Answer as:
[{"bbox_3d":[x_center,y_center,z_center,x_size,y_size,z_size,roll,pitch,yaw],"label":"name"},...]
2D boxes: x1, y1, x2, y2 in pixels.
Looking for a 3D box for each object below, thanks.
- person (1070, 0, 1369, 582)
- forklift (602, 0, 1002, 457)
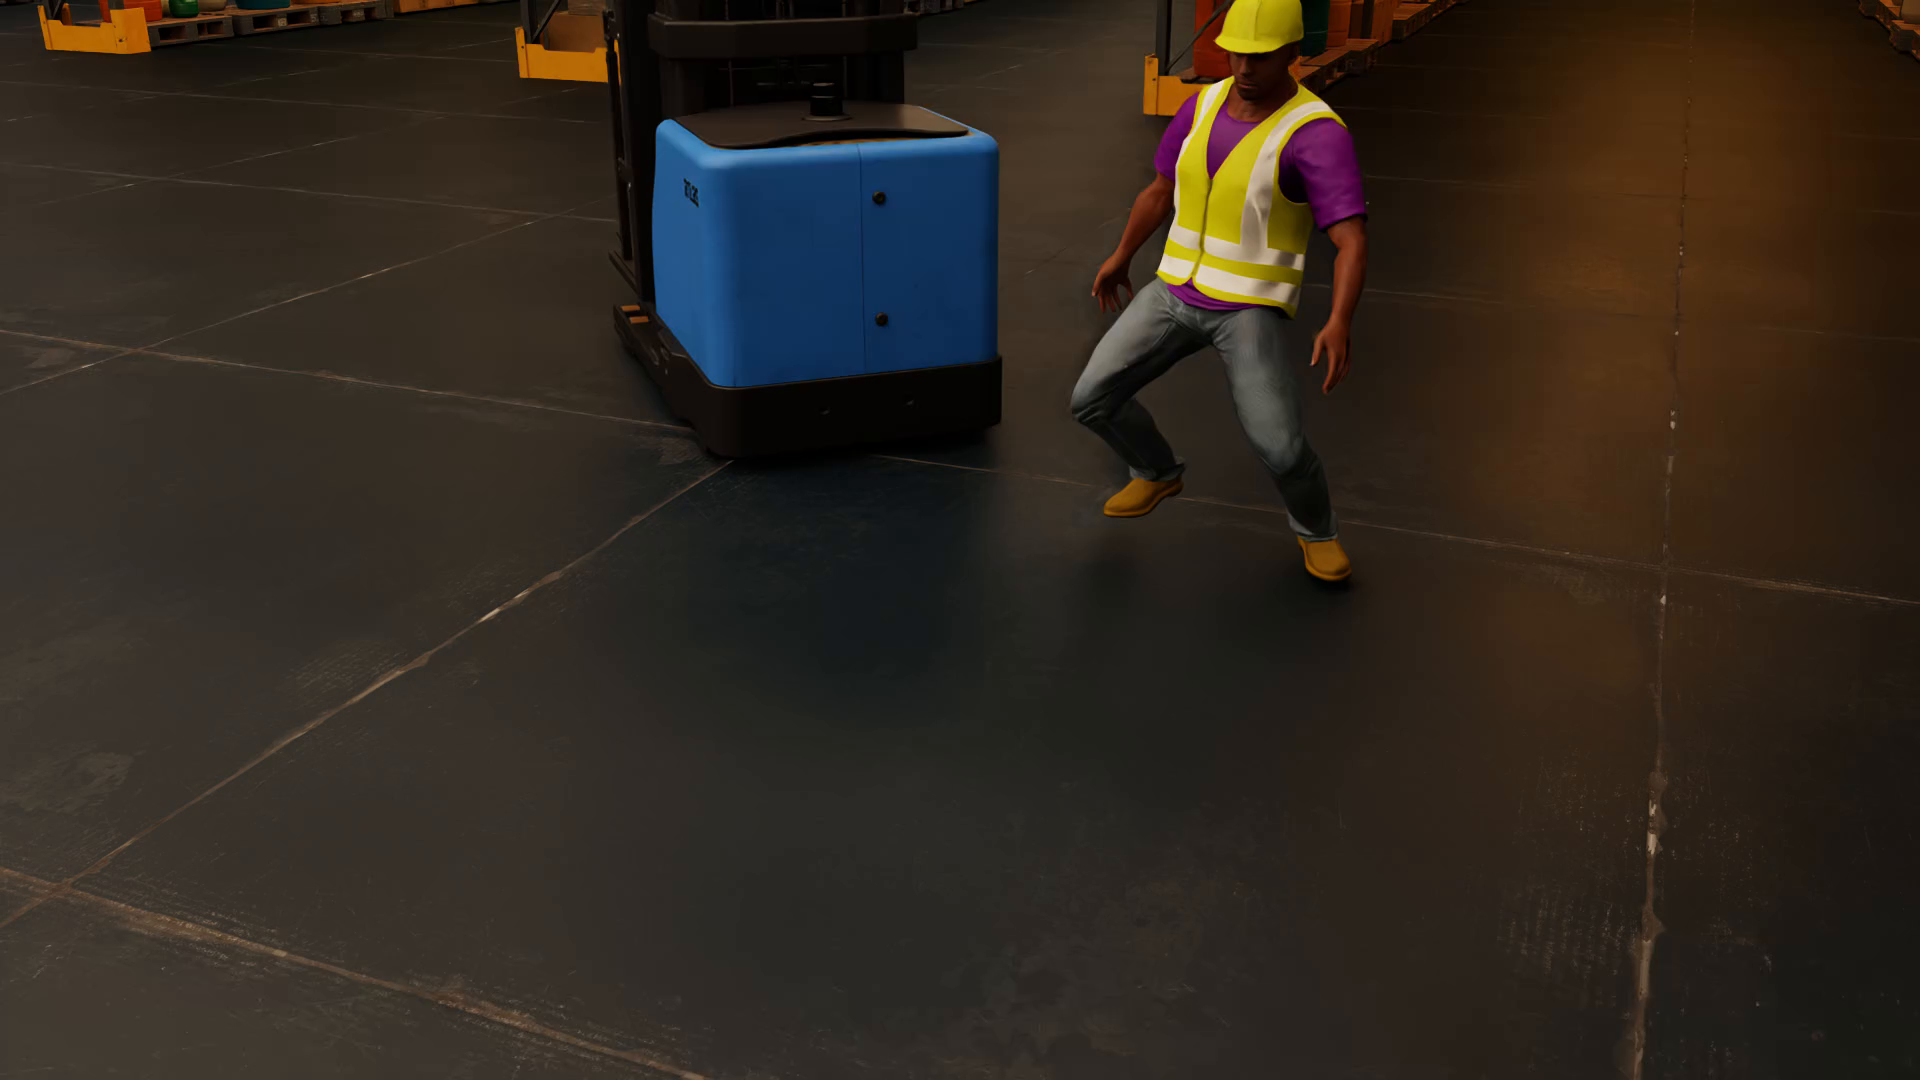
[{"bbox_3d":[0.738,-0.712,4.627,0.599,1.617,0.987,-19,29,-37],"label":"person"},{"bbox_3d":[-0.839,-2.168,6.479,1.130,2.935,3.031,-8,24,-19],"label":"forklift"}]
